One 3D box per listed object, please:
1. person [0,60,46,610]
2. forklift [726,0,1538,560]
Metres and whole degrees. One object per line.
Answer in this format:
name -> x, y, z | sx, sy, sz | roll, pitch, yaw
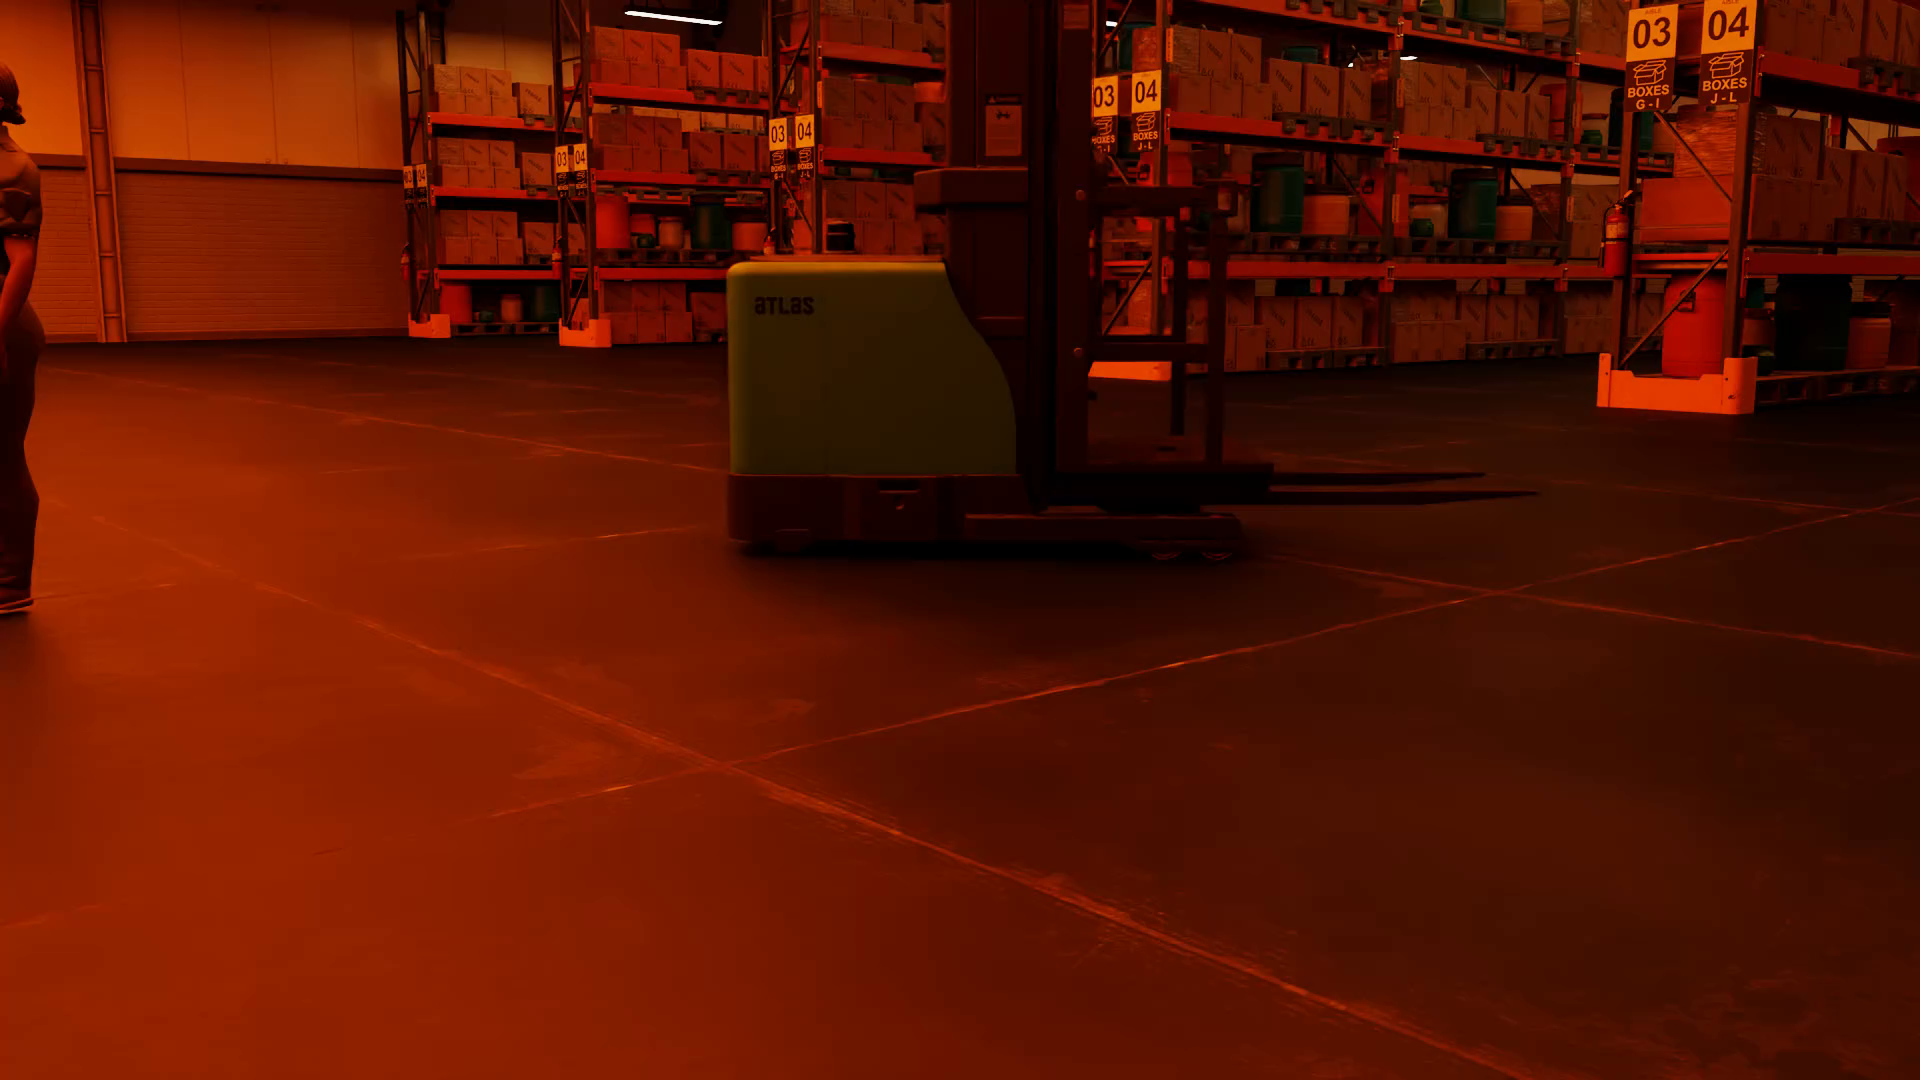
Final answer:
person -> -2.992, -0.596, 4.932 | 0.569, 1.655, 0.504 | 8, 12, 42
forklift -> 0.654, -1.456, 6.366 | 3.031, 2.935, 1.130 | 0, 9, 0
